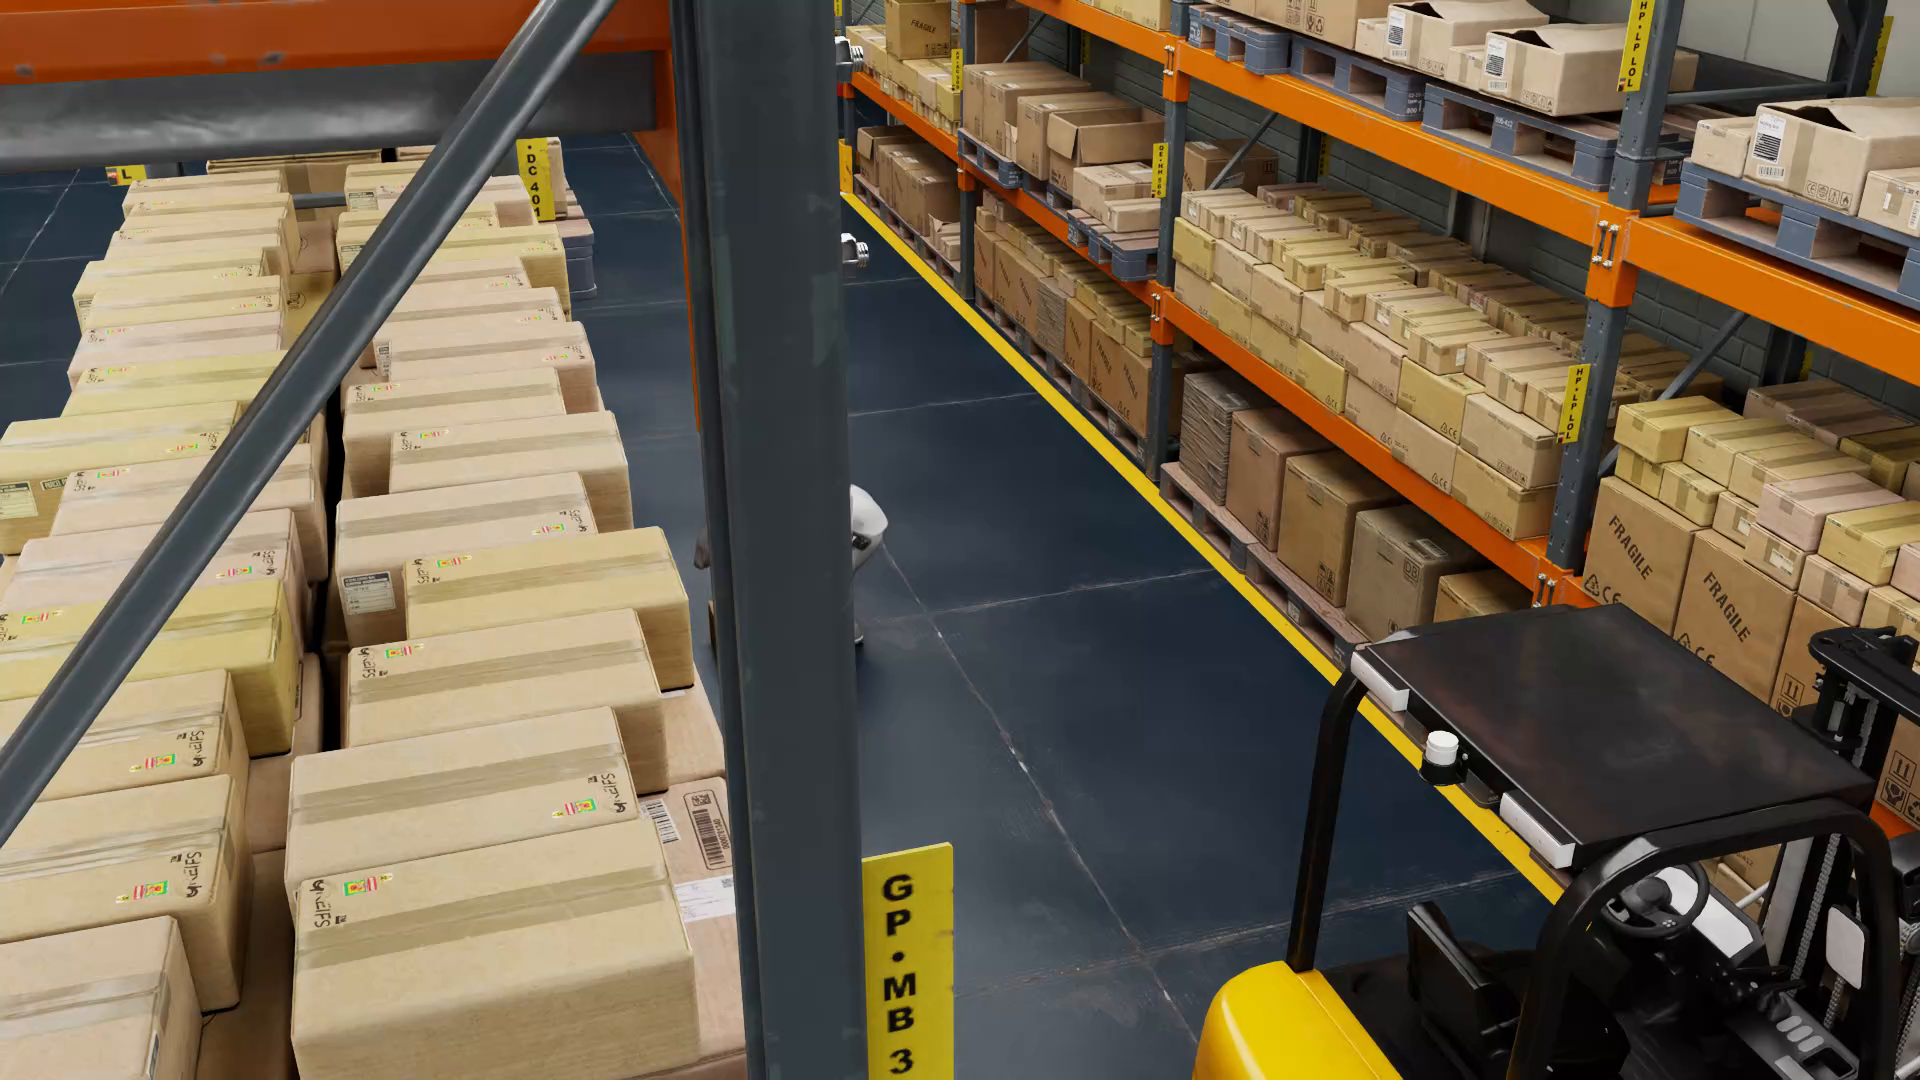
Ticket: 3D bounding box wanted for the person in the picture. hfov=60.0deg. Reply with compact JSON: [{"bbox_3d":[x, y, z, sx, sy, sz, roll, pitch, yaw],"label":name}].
[{"bbox_3d":[-0.905,0.163,8.793,1.003,0.890,0.545,-9,28,-18],"label":"person"}]
